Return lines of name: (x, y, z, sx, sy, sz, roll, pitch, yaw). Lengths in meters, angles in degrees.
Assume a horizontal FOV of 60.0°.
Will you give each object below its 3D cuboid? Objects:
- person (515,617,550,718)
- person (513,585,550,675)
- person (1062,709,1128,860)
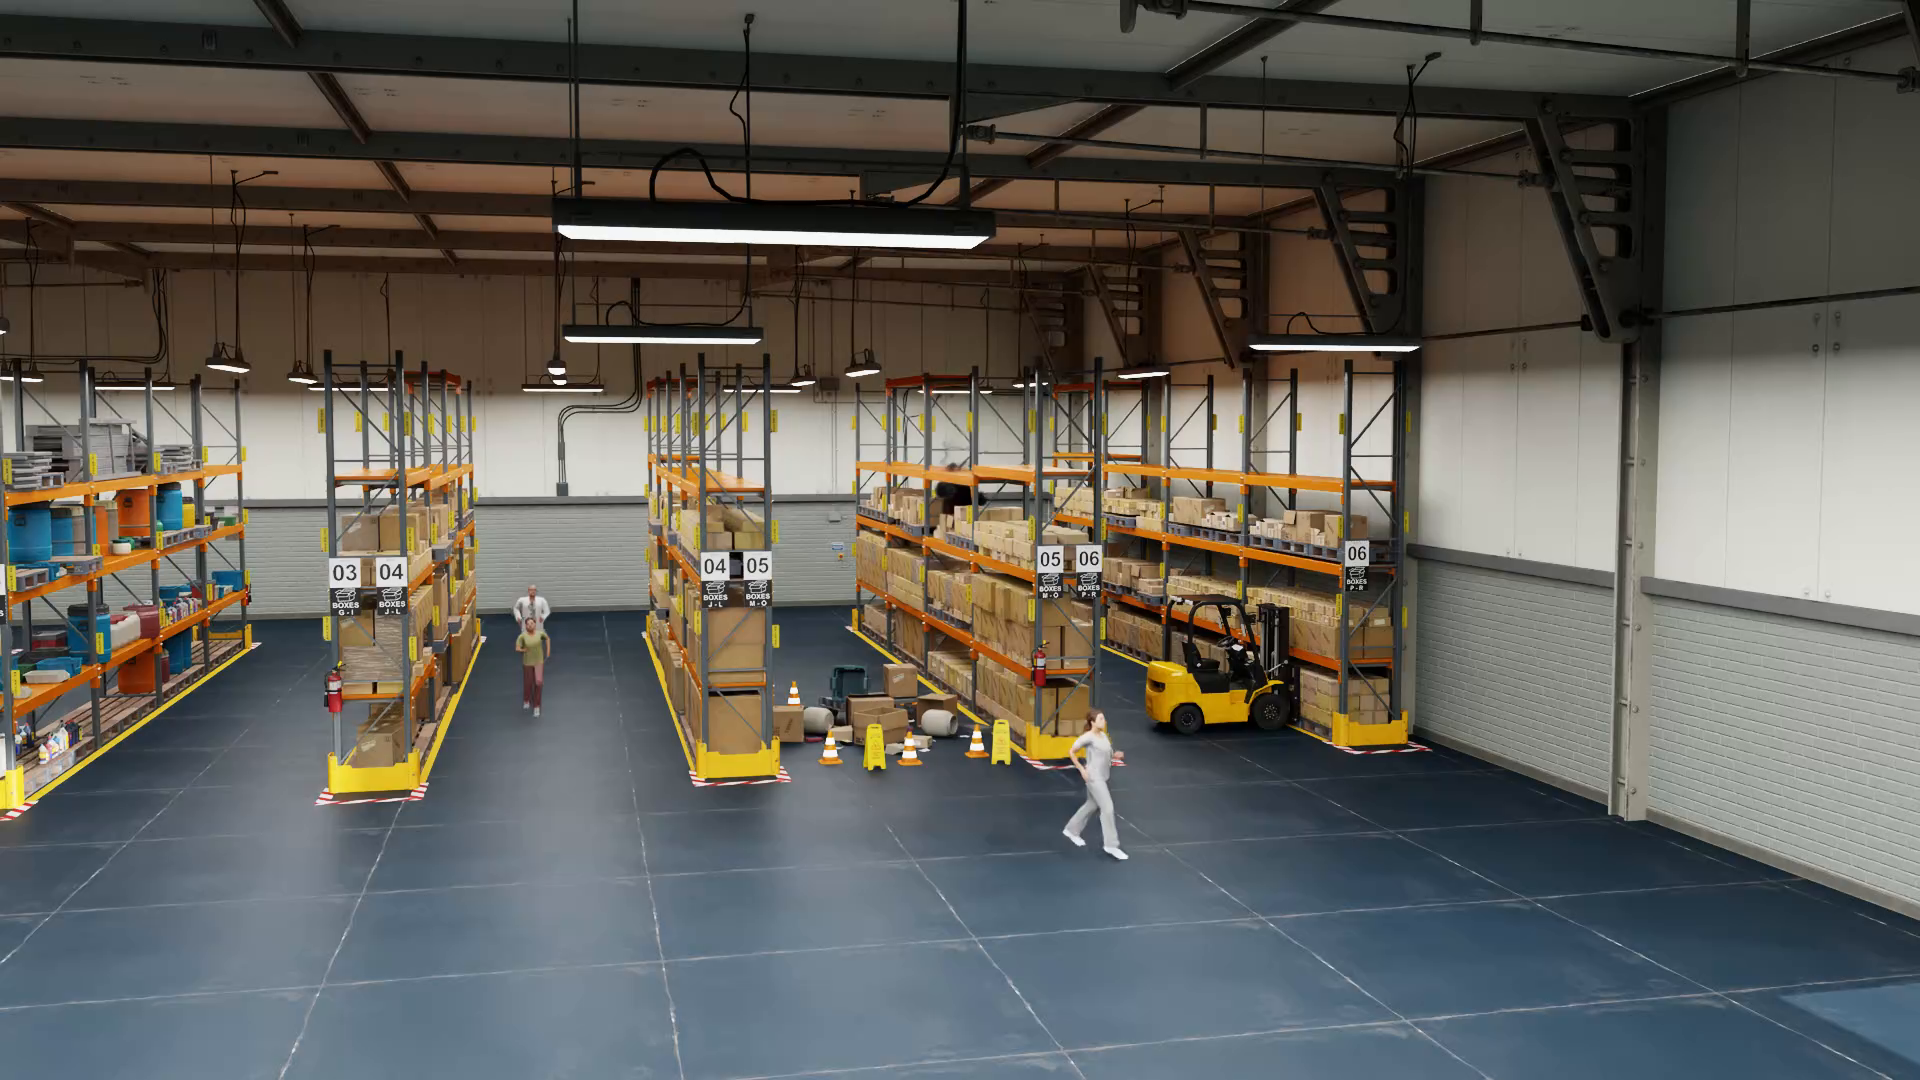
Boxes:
person: (-7.380, 2.172, 28.736, 0.583, 1.708, 0.869, -1, 4, -14)
person: (-8.670, 1.789, 33.673, 0.715, 1.776, 0.940, -1, 4, -18)
person: (1.573, 2.805, 19.314, 0.895, 1.697, 0.552, 2, 5, 29)
